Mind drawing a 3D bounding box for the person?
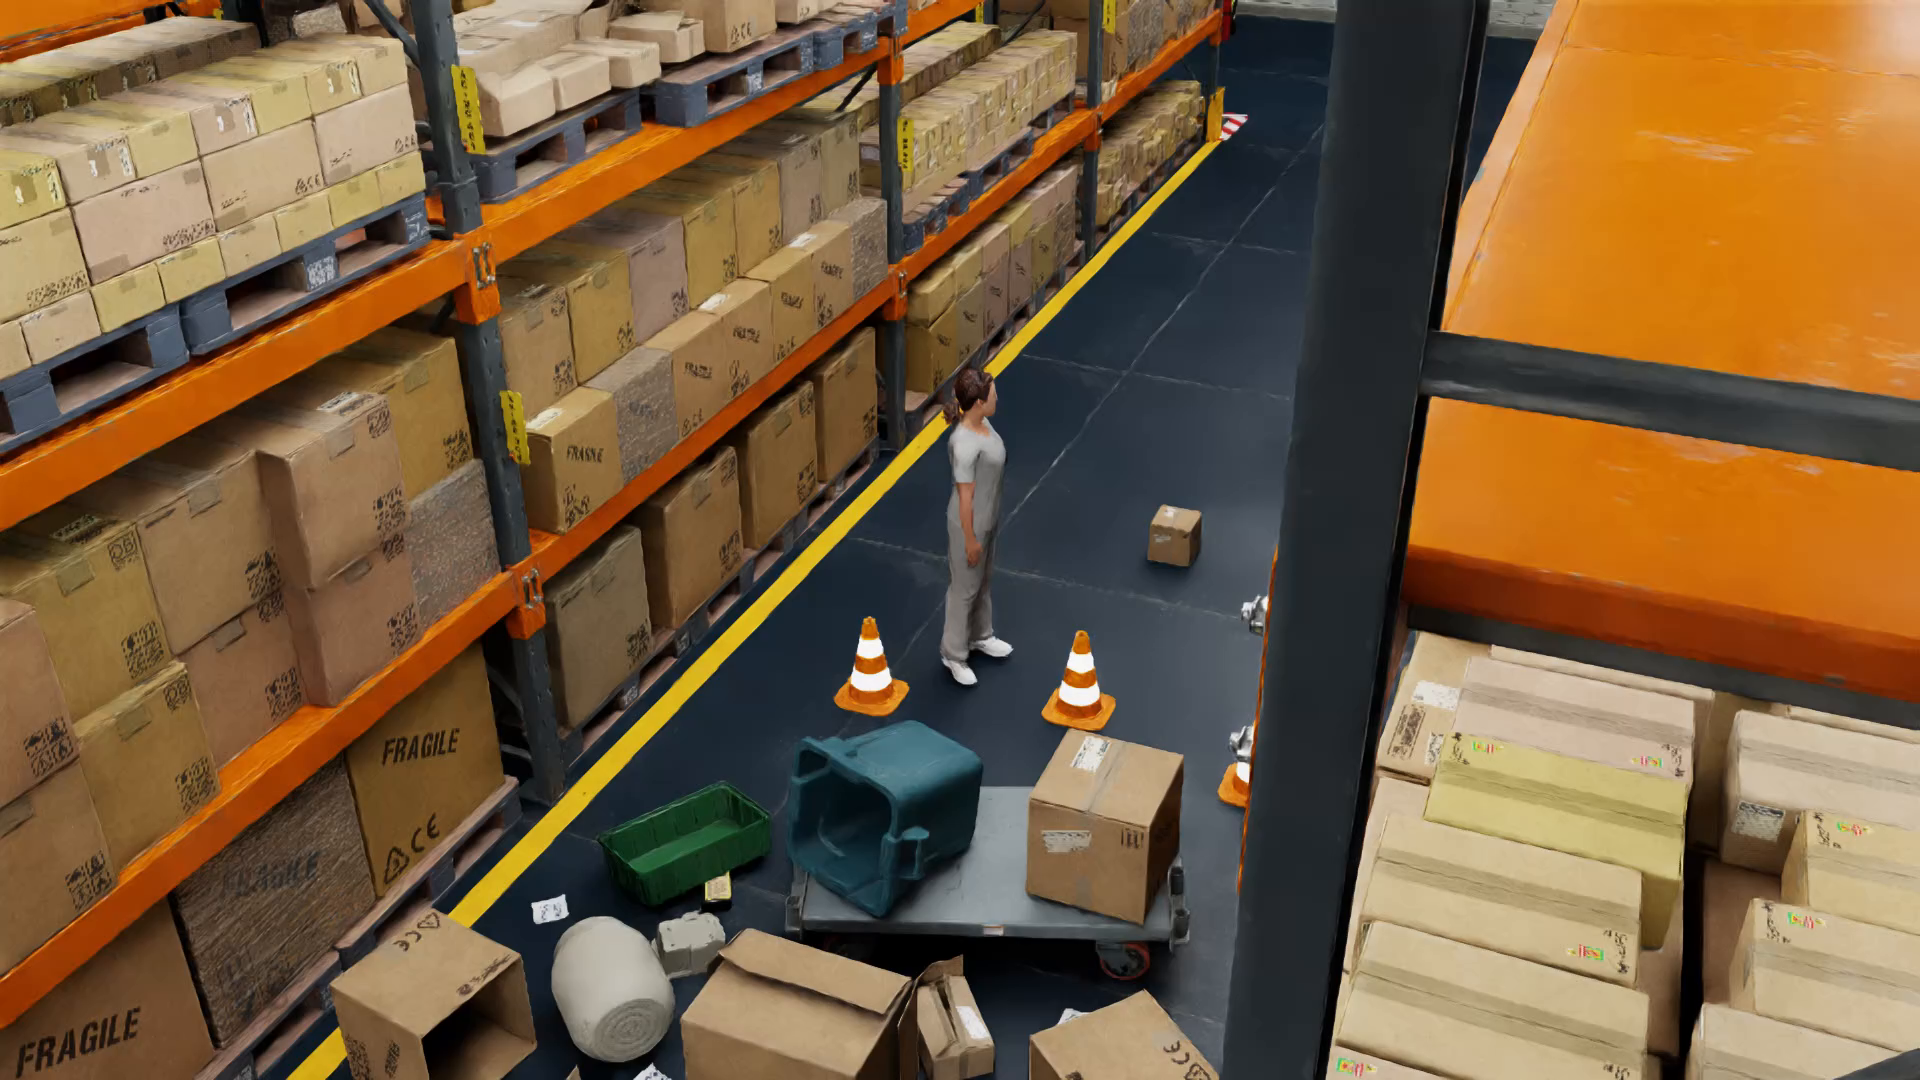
[{"bbox_3d":[0.088,-0.086,8.498,0.359,1.676,0.527,7,30,12],"label":"person"}]
